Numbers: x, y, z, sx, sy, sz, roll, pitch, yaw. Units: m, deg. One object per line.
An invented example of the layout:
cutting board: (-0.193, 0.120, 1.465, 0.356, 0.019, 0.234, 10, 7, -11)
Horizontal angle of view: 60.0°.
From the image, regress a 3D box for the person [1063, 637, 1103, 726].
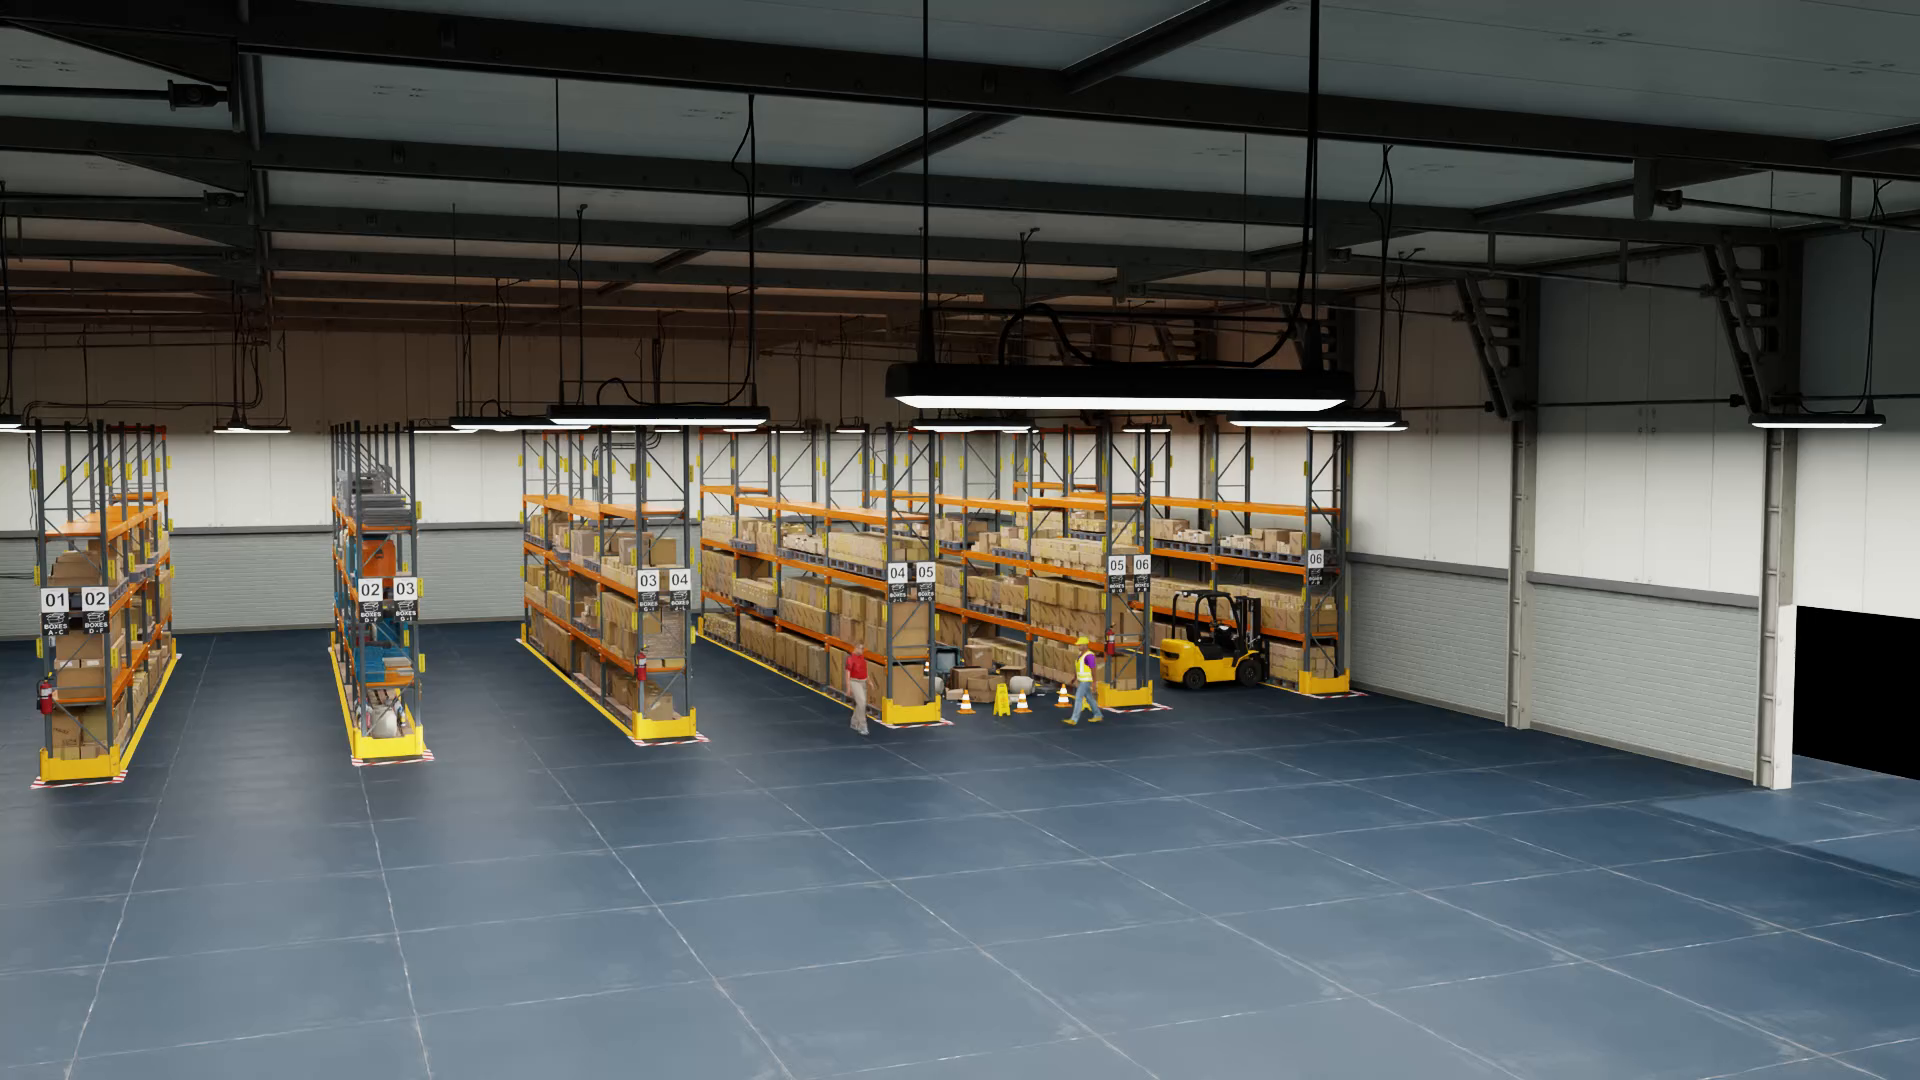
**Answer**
person: (2.421, 2.792, 33.023, 0.902, 1.742, 0.568, -1, 4, -12)

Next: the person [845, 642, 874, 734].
person: (-1.899, 2.877, 32.210, 0.594, 1.789, 0.559, 2, 4, 25)
